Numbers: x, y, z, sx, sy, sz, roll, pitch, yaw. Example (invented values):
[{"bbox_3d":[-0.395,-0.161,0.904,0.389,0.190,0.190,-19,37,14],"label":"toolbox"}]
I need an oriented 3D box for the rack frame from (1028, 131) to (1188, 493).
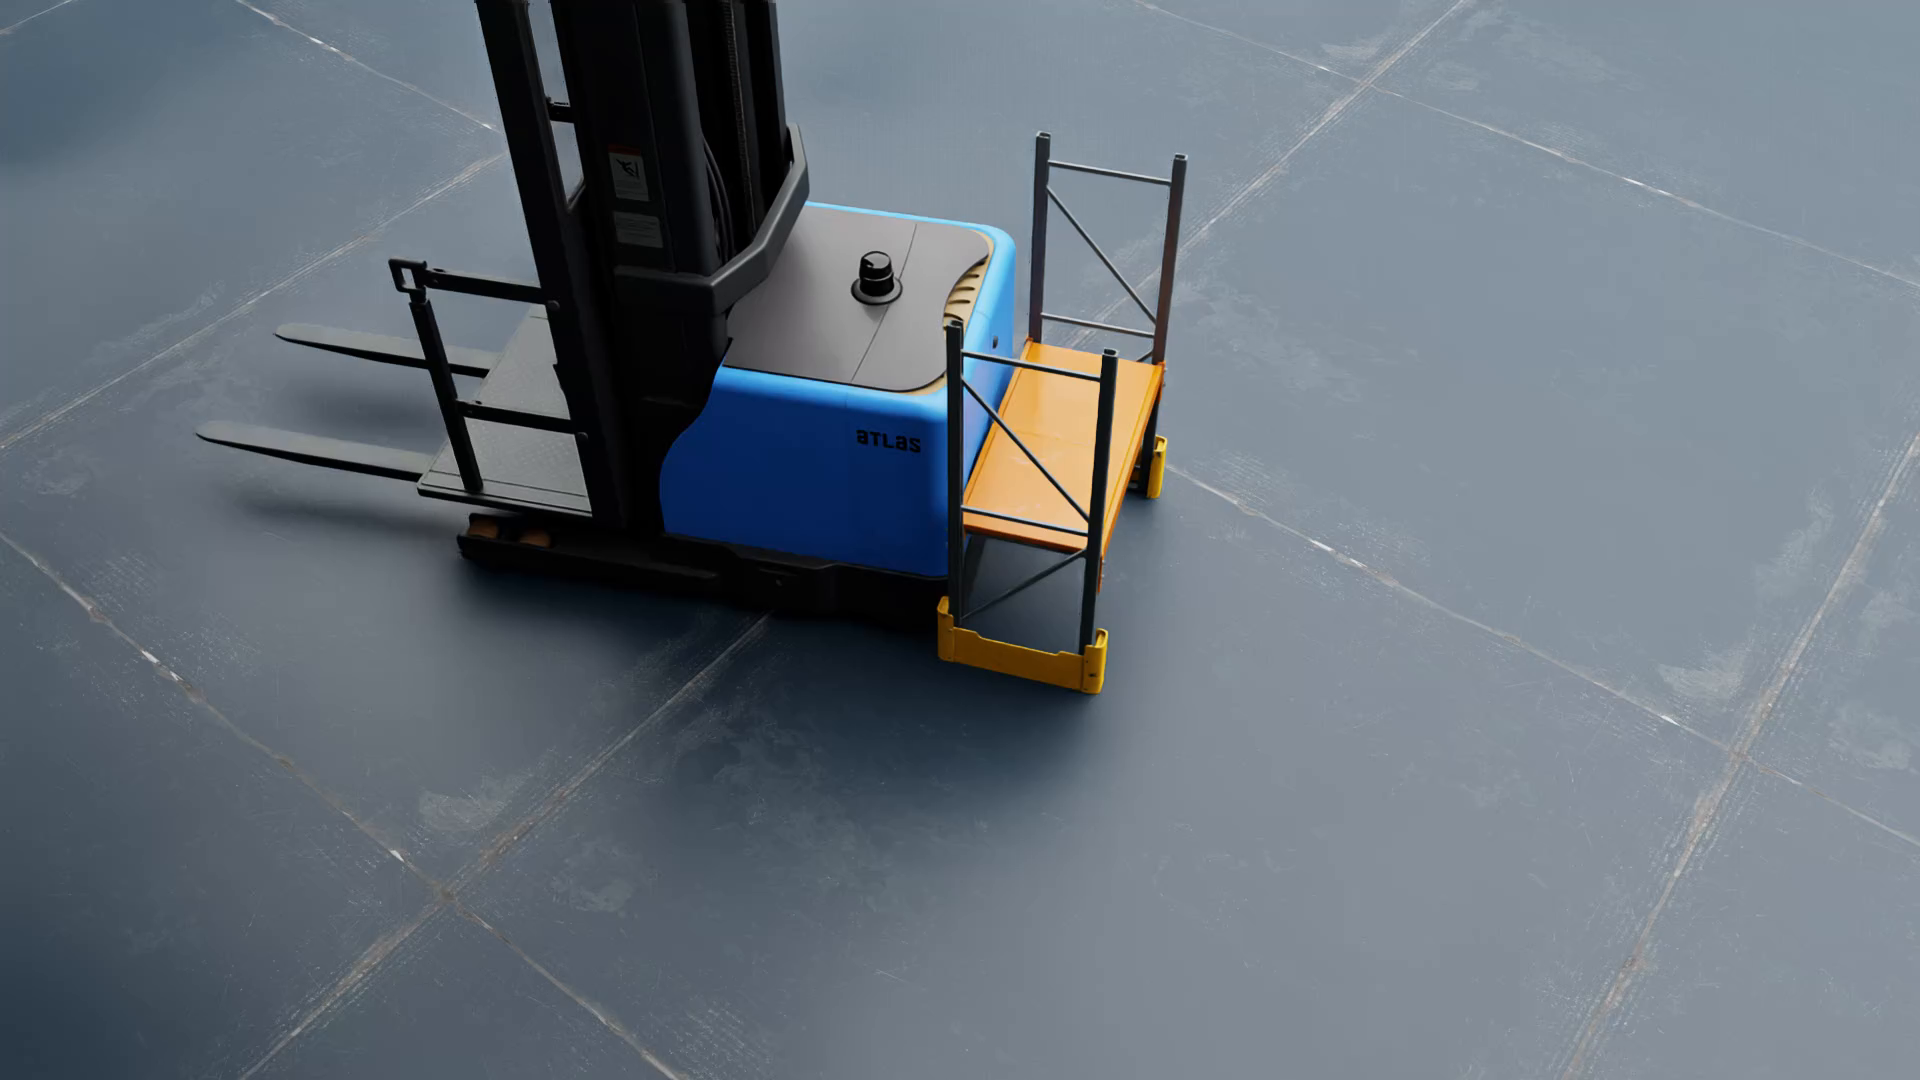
[{"bbox_3d":[0.492,-0.762,5.941,0.500,1.500,0.032,12,48,11],"label":"rack frame"}]

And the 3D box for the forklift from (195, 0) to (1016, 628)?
[{"bbox_3d":[-1.364,-1.257,5.424,3.031,2.935,1.130,9,47,9],"label":"forklift"}]

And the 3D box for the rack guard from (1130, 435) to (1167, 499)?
[{"bbox_3d":[0.492,-0.329,6.392,0.587,0.250,0.087,12,48,11],"label":"rack guard"}]

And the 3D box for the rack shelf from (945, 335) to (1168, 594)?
[{"bbox_3d":[0.349,-0.285,5.734,0.538,0.185,1.000,12,48,11],"label":"rack shelf"}]

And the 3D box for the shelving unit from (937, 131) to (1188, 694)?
[{"bbox_3d":[0.351,-0.416,5.610,0.587,1.500,1.083,12,48,11],"label":"shelving unit"}]

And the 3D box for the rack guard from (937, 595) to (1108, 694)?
[{"bbox_3d":[0.210,0.361,5.732,0.587,0.250,0.087,12,48,11],"label":"rack guard"}]

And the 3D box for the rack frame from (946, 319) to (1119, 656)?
[{"bbox_3d":[0.205,-0.057,5.267,0.500,1.500,0.032,12,48,11],"label":"rack frame"}]
